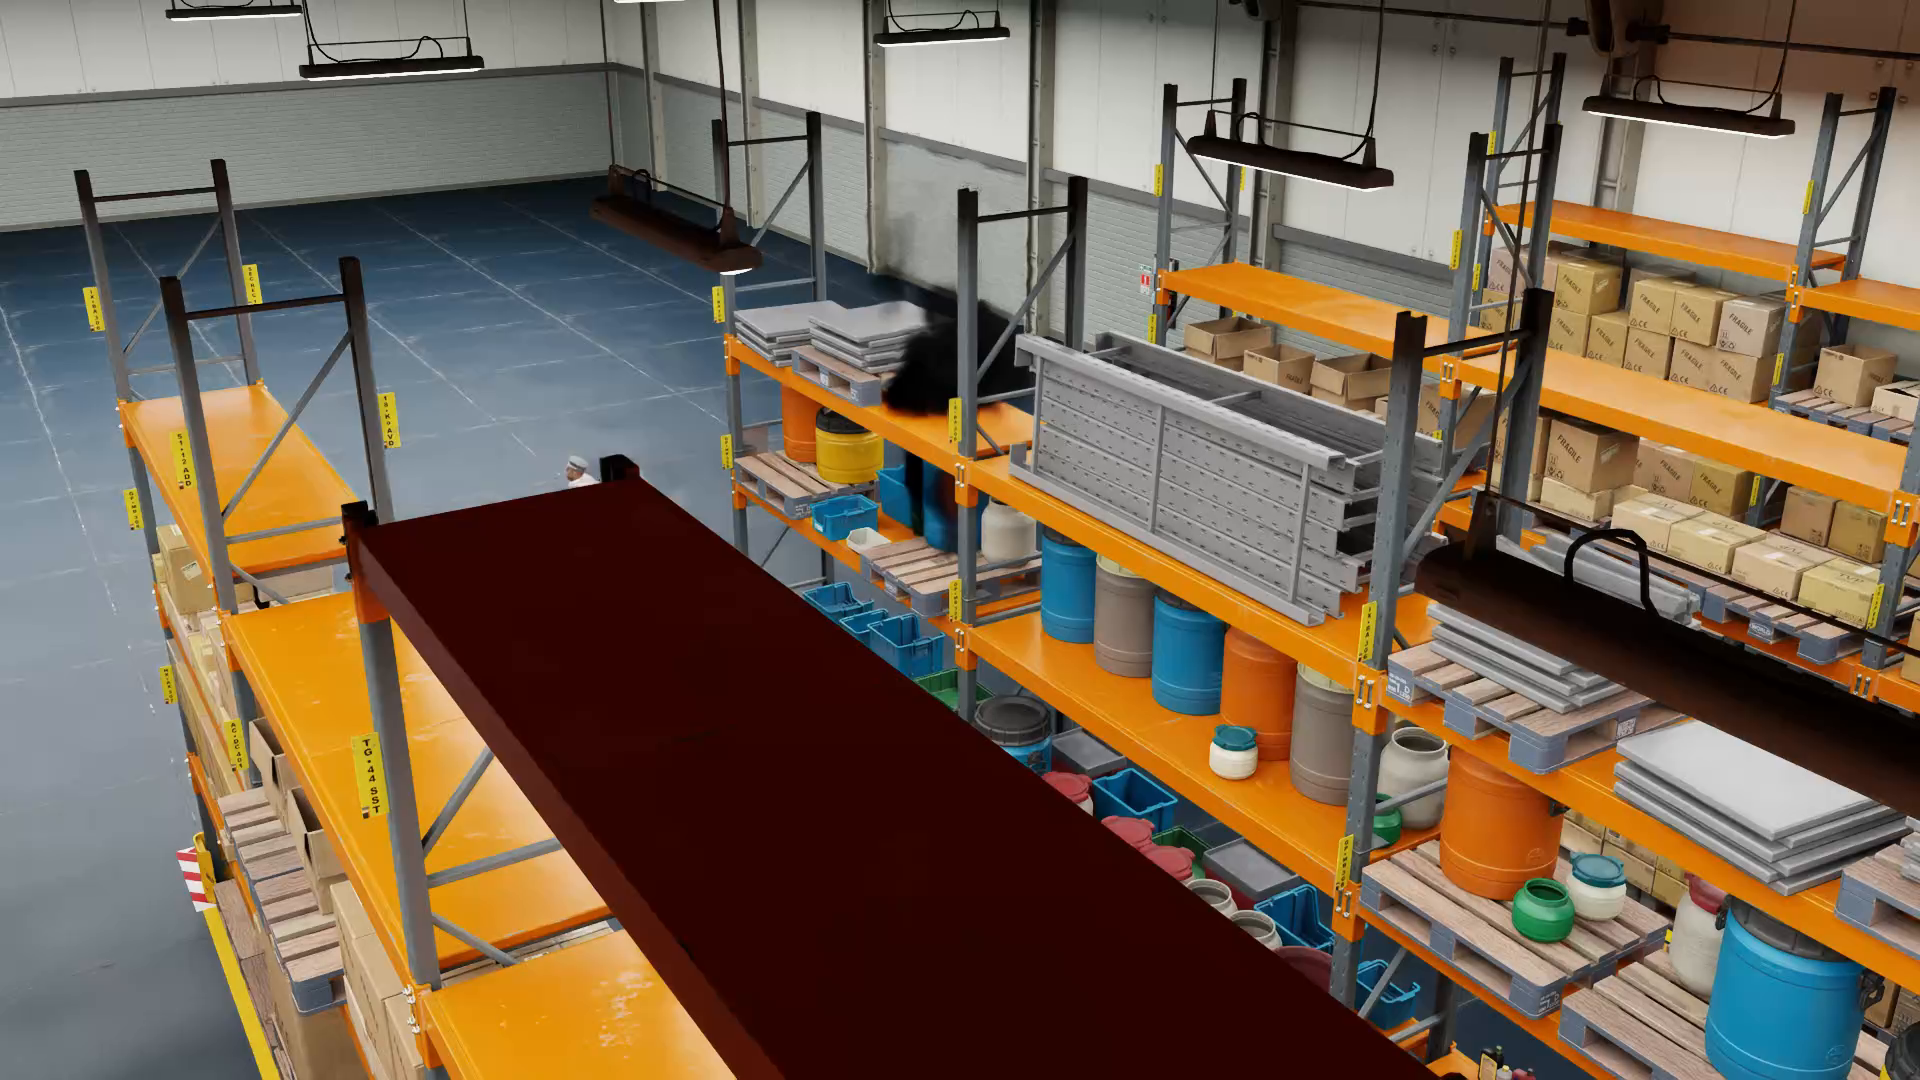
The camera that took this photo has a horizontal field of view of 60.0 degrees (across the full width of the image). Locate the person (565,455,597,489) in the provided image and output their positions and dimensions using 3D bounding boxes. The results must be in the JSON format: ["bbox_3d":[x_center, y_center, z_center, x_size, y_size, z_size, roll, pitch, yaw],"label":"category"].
[{"bbox_3d":[-4.437,-0.153,19.444,0.594,1.744,0.675,-3,22,-6],"label":"person"}]
